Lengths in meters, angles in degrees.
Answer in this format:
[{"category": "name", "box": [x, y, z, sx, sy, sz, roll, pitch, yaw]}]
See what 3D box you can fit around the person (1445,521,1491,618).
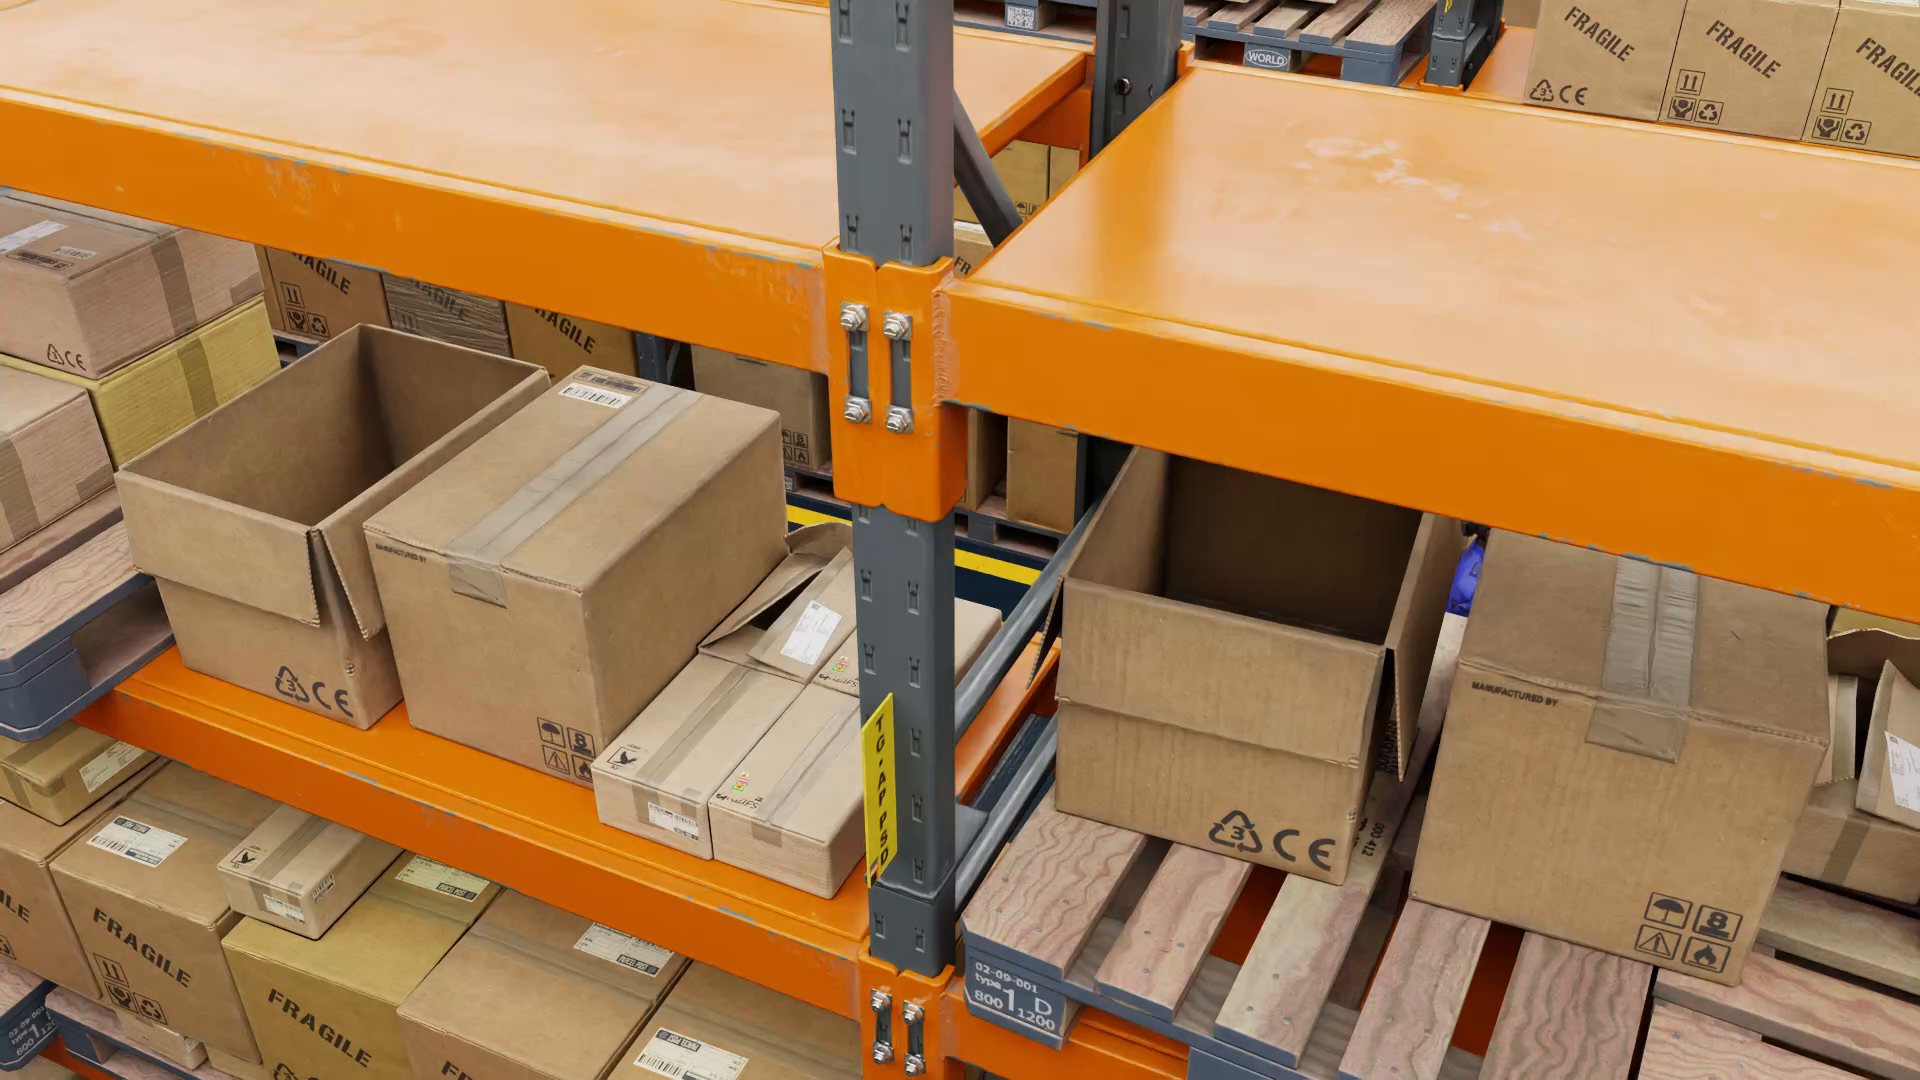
[{"category": "person", "box": [2.147, 0.532, 6.676, 0.872, 1.633, 0.485, 13, 36, 19]}]
